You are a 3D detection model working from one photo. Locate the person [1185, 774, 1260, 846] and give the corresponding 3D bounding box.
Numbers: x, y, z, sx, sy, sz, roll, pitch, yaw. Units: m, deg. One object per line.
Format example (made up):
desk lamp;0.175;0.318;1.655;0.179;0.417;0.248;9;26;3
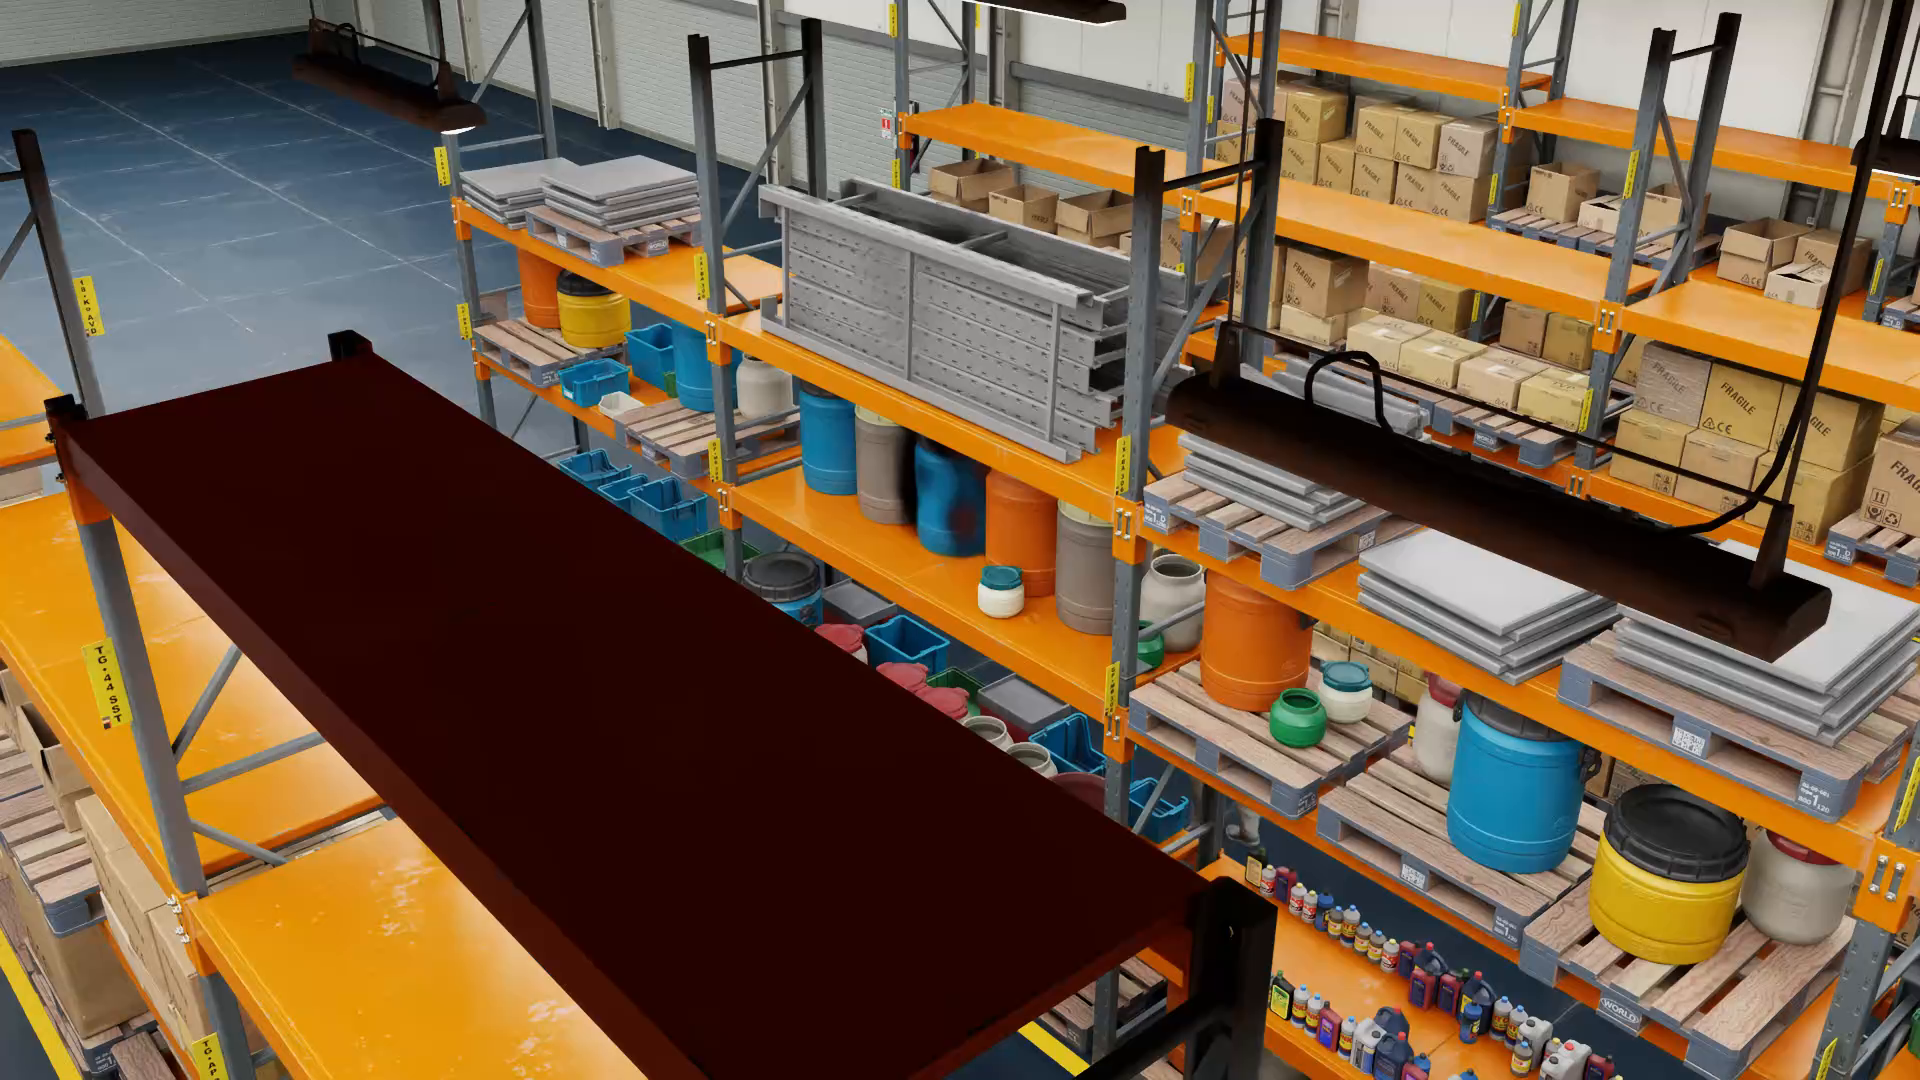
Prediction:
person;1.914;1.459;12.199;0.622;1.911;0.824;-17;32;-30
